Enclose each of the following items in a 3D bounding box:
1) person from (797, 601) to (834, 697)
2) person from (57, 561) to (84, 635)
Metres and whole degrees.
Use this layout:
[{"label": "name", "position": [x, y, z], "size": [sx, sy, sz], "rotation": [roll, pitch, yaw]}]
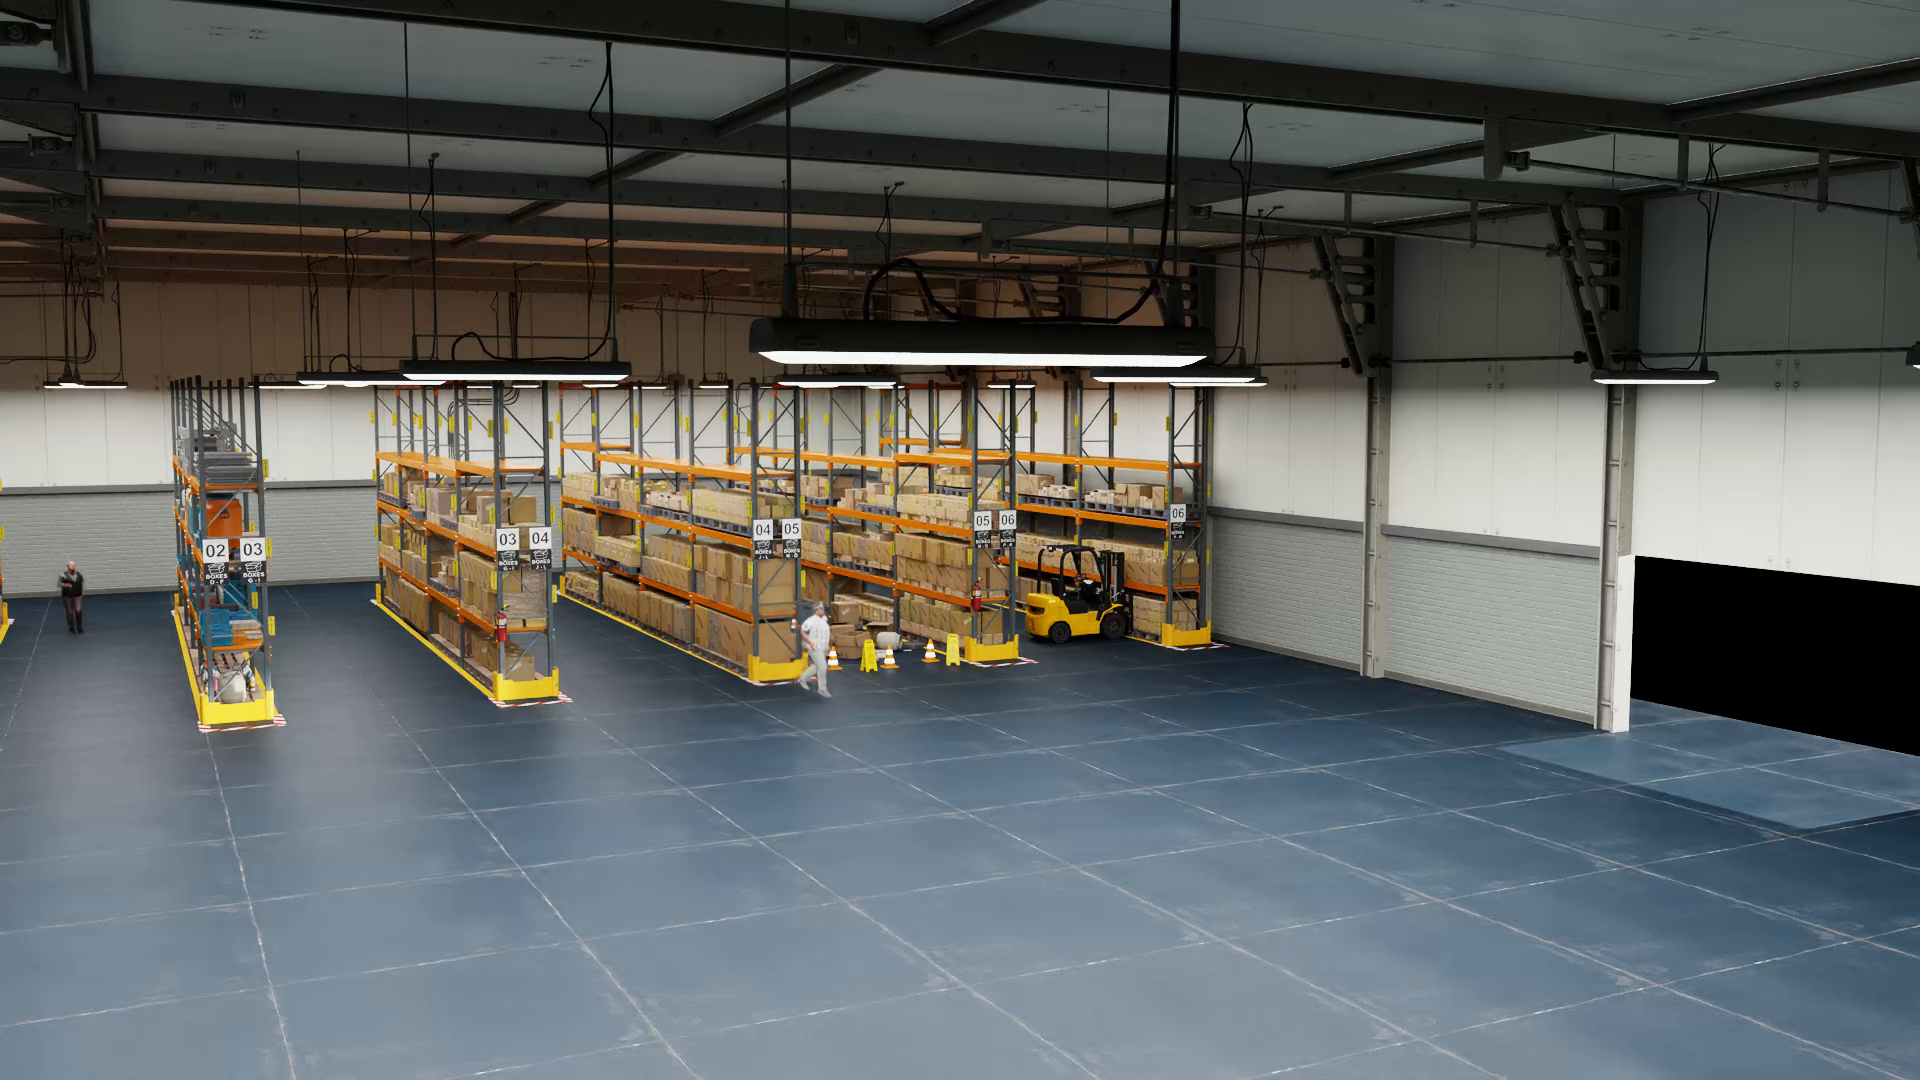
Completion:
[{"label": "person", "position": [-2.737, 2.052, 31.442], "size": [0.849, 1.826, 0.657], "rotation": [3, 6, 28]}, {"label": "person", "position": [-20.993, 1.390, 39.309], "size": [0.624, 1.772, 0.741], "rotation": [-4, 7, -39]}]
